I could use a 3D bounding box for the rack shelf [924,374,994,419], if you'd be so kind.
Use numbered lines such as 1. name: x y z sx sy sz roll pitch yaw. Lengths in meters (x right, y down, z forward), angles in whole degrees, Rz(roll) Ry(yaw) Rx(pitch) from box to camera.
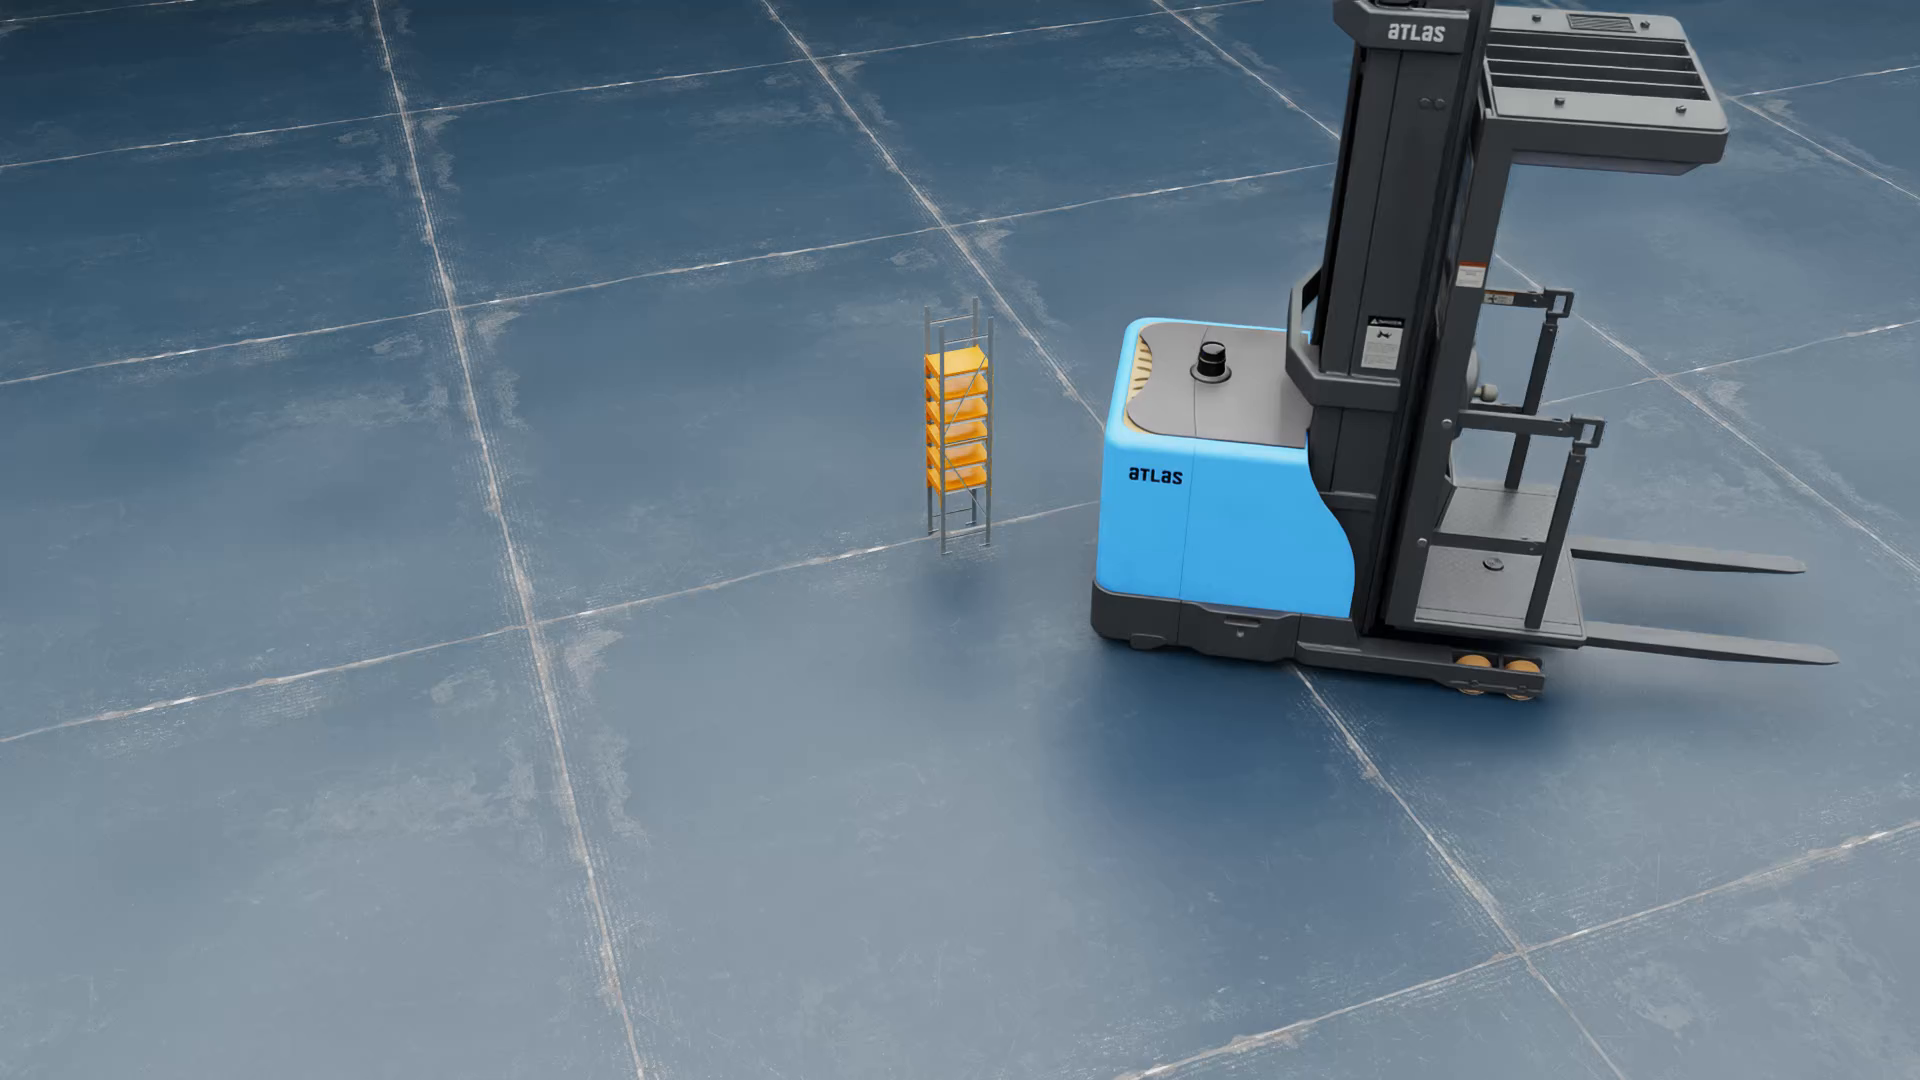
1. rack shelf: -0.005 -0.644 7.282 0.258 0.103 0.180 -12 39 -16

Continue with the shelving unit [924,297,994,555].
1. shelving unit: -0.005 -0.487 7.400 0.258 1.200 0.189 -12 39 -16

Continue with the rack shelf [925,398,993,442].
1. rack shelf: -0.005 -0.548 7.354 0.258 0.103 0.180 -12 39 -16

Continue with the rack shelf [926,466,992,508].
1. rack shelf: -0.005 -0.260 7.571 0.258 0.103 0.180 -12 39 -16

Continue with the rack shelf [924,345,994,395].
1. rack shelf: -0.005 -0.739 7.210 0.258 0.103 0.180 -12 39 -16

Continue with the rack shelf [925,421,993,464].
1. rack shelf: -0.005 -0.452 7.427 0.258 0.103 0.180 -12 39 -16

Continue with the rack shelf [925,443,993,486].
1. rack shelf: -0.005 -0.356 7.499 0.258 0.103 0.180 -12 39 -16

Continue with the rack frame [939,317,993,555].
1. rack frame: 0.026 -0.436 7.331 0.240 1.200 0.006 -12 39 -16

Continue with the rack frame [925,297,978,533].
1. rack frame: -0.036 -0.539 7.468 0.240 1.200 0.006 -12 39 -16

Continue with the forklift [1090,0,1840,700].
1. forklift: 2.127 -0.856 6.451 3.031 2.935 1.130 6 37 8
